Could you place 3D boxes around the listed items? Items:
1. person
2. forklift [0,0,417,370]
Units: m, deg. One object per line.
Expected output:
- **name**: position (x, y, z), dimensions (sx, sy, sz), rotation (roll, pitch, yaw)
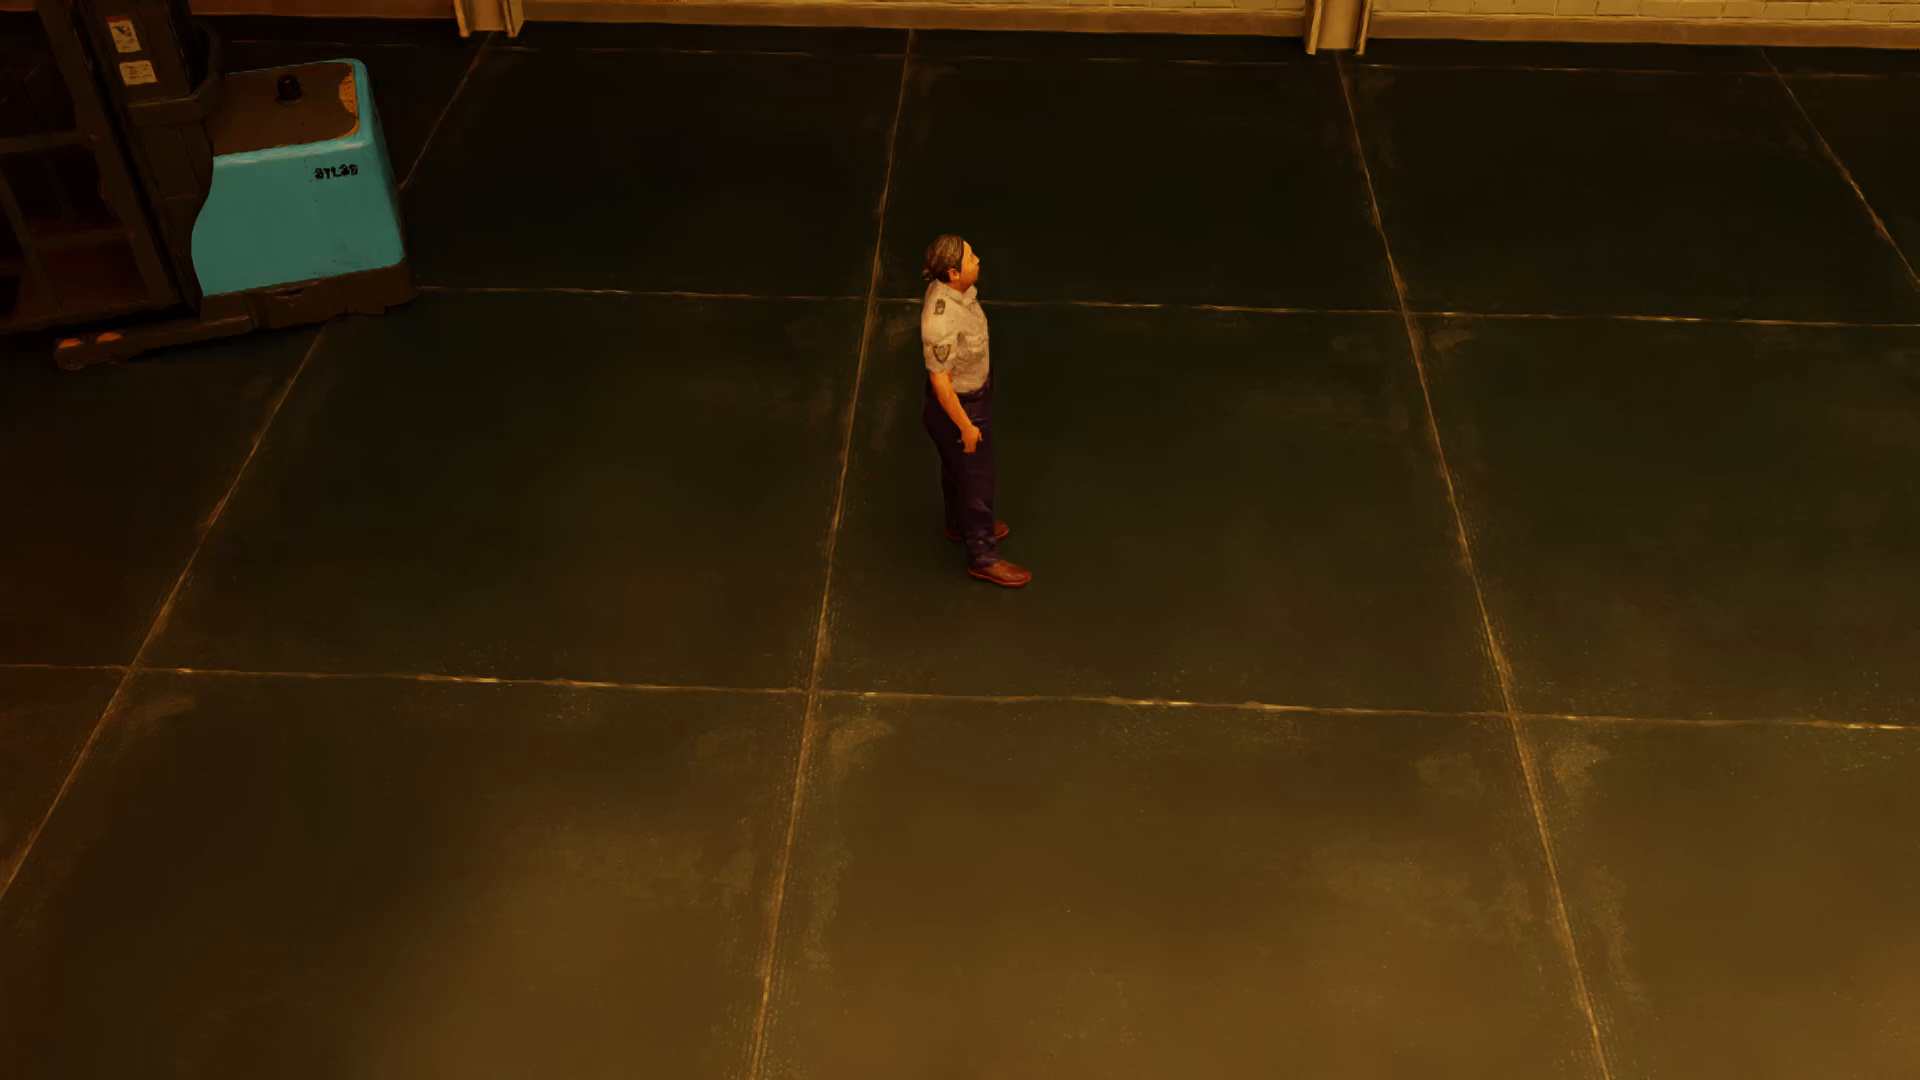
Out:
- **person**: position (0.089, -0.596, 7.336), dimensions (0.502, 1.650, 0.599), rotation (2, 42, 2)
- **forklift**: position (-4.623, -2.392, 8.363), dimensions (3.031, 2.935, 1.130), rotation (-12, 44, -13)
